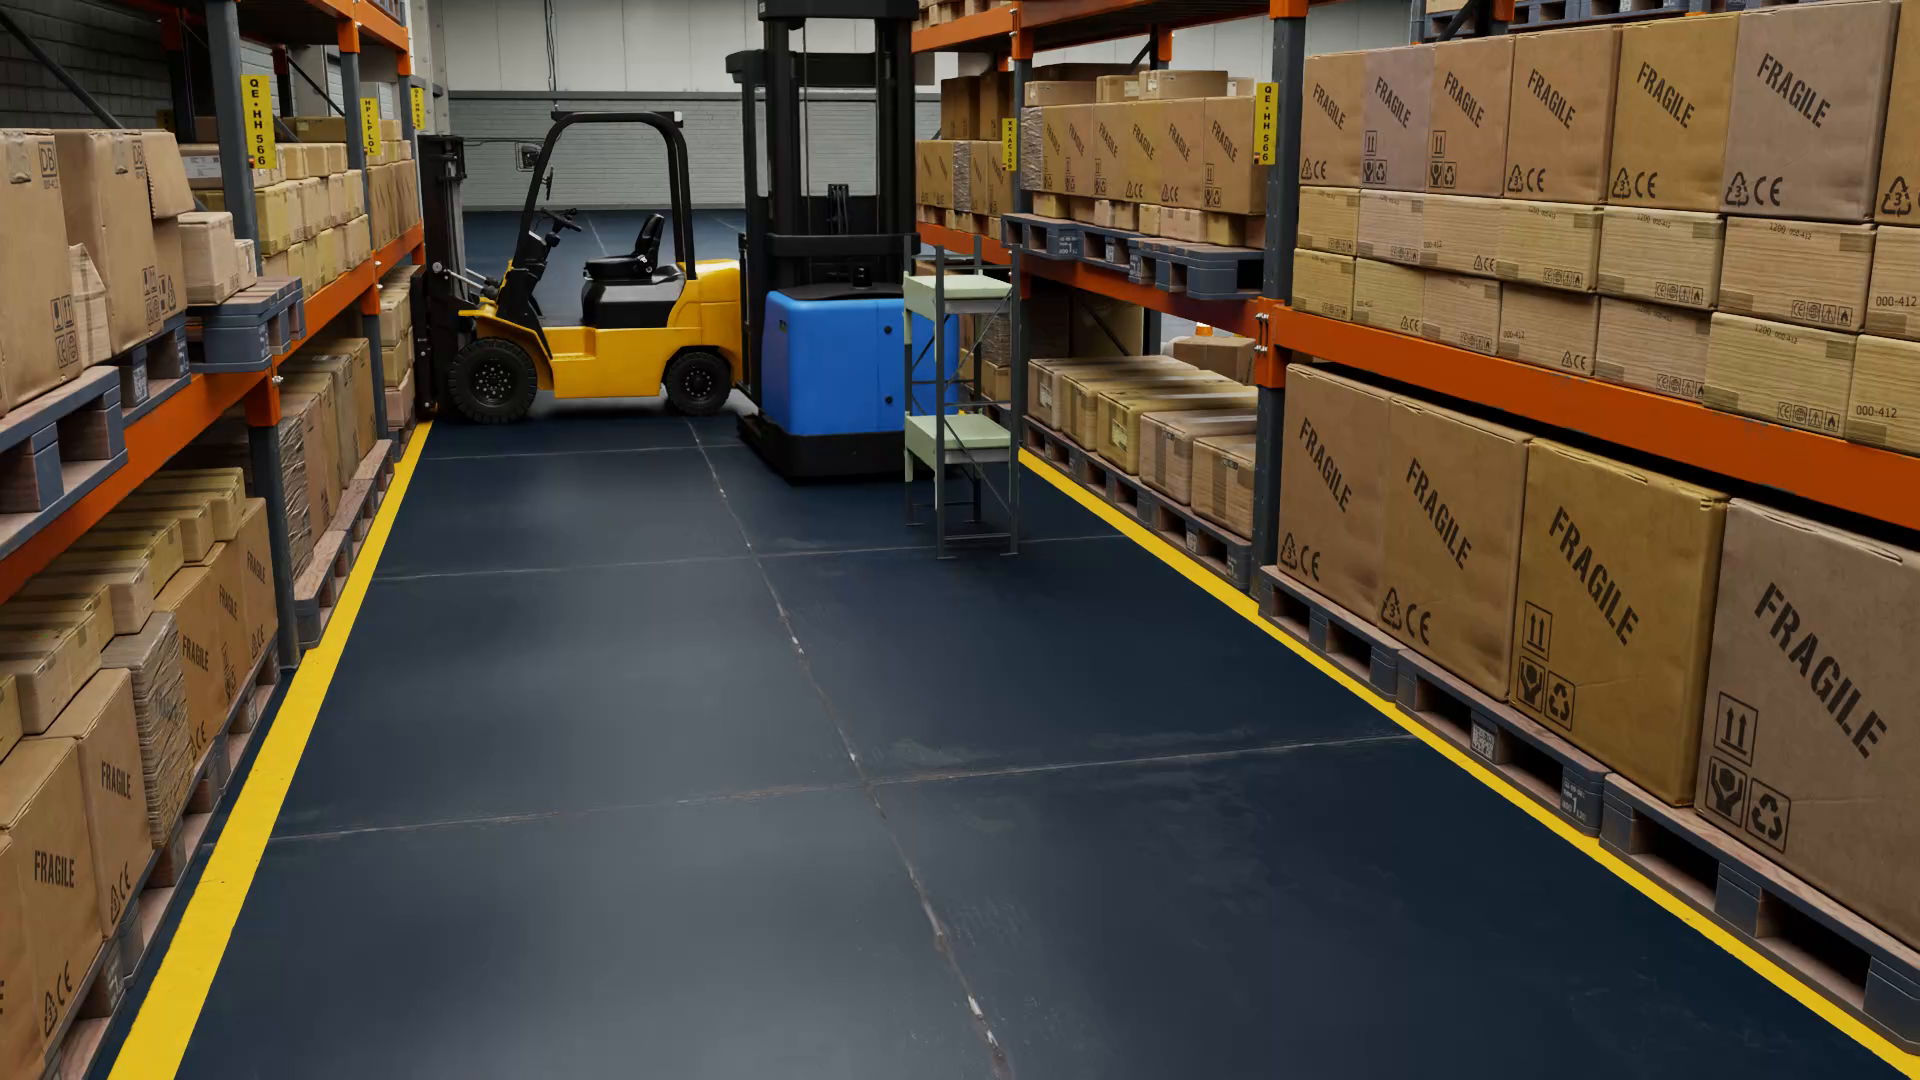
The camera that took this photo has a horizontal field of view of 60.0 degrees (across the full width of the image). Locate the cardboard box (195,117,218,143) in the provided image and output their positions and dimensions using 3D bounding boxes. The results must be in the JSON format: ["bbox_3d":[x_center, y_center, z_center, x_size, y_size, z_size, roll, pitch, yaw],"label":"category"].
[{"bbox_3d":[-4.348,-2.427,9.839,0.380,0.149,0.250,-3,14,-13],"label":"cardboard box"}]

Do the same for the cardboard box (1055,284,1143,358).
[{"bbox_3d":[0.969,-1.524,11.672,0.500,0.500,0.500,-3,14,-11],"label":"cardboard box"}]

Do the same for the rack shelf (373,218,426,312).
[{"bbox_3d":[-4.449,-1.974,11.704,1.077,0.370,4.000,-3,14,-13],"label":"rack shelf"}]

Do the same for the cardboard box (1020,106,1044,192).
[{"bbox_3d":[0.676,-2.413,10.261,0.500,0.500,0.500,-3,14,-12],"label":"cardboard box"}]

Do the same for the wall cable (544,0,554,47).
[{"bbox_3d":[-9.454,-14.259,43.730,3.097,2.526,0.112,-3,14,-13],"label":"wall cable"}]

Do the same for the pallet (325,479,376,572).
[{"bbox_3d":[-3.478,-0.058,8.220,1.003,0.211,1.213,-3,14,-13],"label":"pallet"}]

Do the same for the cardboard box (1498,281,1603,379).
[{"bbox_3d":[2.029,-0.665,5.145,0.500,0.250,0.500,-3,14,-13],"label":"cardboard box"}]

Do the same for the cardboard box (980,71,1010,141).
[{"bbox_3d":[0.551,-3.284,12.604,0.700,0.500,0.500,-3,14,-14],"label":"cardboard box"}]

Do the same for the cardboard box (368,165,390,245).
[{"bbox_3d":[-3.968,-2.147,10.685,0.500,0.500,0.500,-3,14,-12],"label":"cardboard box"}]

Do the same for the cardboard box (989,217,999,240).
[{"bbox_3d":[0.408,-2.132,11.364,0.380,0.149,0.250,-3,14,-12],"label":"cardboard box"}]

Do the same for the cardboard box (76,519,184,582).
[{"bbox_3d":[-2.546,0.043,4.945,0.380,0.149,0.250,-3,14,-12],"label":"cardboard box"}]

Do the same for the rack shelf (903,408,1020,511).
[{"bbox_3d":[-0.002,-0.413,8.333,0.431,0.370,0.720,-3,14,-13],"label":"rack shelf"}]

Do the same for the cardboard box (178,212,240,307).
[{"bbox_3d":[-2.477,-0.846,4.999,0.500,0.250,0.500,-4,14,-16],"label":"cardboard box"}]

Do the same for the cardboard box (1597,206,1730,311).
[{"bbox_3d":[2.132,-0.787,4.589,0.500,0.250,0.500,-3,14,-12],"label":"cardboard box"}]

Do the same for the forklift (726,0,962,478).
[{"bbox_3d":[-0.888,-2.094,10.822,1.130,2.935,3.031,-4,14,-16],"label":"forklift"}]

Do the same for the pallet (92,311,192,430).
[{"bbox_3d":[-2.578,-0.398,4.141,1.003,0.211,1.213,-3,14,-13],"label":"pallet"}]

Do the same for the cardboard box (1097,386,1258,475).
[{"bbox_3d":[1.308,-0.621,9.299,0.950,0.372,0.625,-3,14,-11],"label":"cardboard box"}]

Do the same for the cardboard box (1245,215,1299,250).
[{"bbox_3d":[1.479,-1.362,7.325,0.380,0.149,0.250,-3,14,-11],"label":"cardboard box"}]

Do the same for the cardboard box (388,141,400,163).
[{"bbox_3d":[-4.240,-2.790,11.949,0.380,0.149,0.250,-3,14,-13],"label":"cardboard box"}]

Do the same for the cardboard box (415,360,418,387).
[{"bbox_3d":[-4.141,-1.213,11.981,0.500,0.250,0.500,-3,14,-11],"label":"cardboard box"}]

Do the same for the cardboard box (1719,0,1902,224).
[{"bbox_3d":[2.246,-1.037,4.033,0.500,0.500,0.500,-3,14,-12],"label":"cardboard box"}]

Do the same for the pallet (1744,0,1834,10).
[{"bbox_3d":[5.896,-3.595,10.903,0.805,0.209,1.217,-4,14,-15],"label":"pallet"}]

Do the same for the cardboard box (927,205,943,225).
[{"bbox_3d":[-0.051,-2.609,13.314,0.380,0.149,0.250,-3,14,-12],"label":"cardboard box"}]

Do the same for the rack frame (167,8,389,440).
[{"bbox_3d":[-3.979,-1.862,9.730,1.000,3.000,0.127,-3,14,-13],"label":"rack frame"}]

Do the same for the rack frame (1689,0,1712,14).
[{"bbox_3d":[5.633,-2.439,12.091,1.000,3.000,0.127,-3,14,-13],"label":"rack frame"}]

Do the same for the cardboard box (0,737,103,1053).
[{"bbox_3d":[-2.130,0.747,3.432,0.500,0.500,0.500,-3,14,-14],"label":"cardboard box"}]

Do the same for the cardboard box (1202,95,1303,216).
[{"bbox_3d":[1.407,-1.704,7.358,0.500,0.500,0.500,-4,14,-15],"label":"cardboard box"}]

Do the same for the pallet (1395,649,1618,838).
[{"bbox_3d":[2.179,0.604,5.509,1.003,0.211,1.213,-3,14,-13],"label":"pallet"}]

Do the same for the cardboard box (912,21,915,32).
[{"bbox_3d":[-0.184,-4.248,13.702,0.380,0.149,0.250,-4,14,-15],"label":"cardboard box"}]

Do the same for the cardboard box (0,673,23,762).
[{"bbox_3d":[-2.215,0.400,3.485,0.380,0.149,0.250,-4,14,-14],"label":"cardboard box"}]

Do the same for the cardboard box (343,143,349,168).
[{"bbox_3d":[-3.798,-2.314,10.002,0.380,0.149,0.250,-4,14,-14],"label":"cardboard box"}]

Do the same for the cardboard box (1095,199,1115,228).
[{"bbox_3d":[0.947,-1.775,9.015,0.380,0.149,0.250,-3,14,-11],"label":"cardboard box"}]

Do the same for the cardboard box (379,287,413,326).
[{"bbox_3d":[-4.026,-1.578,11.369,0.500,0.250,0.500,-3,14,-11],"label":"cardboard box"}]

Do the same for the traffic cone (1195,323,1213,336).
[{"bbox_3d":[2.260,-1.943,15.407,0.336,0.463,0.334,-3,14,-13],"label":"traffic cone"}]

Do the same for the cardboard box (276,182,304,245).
[{"bbox_3d":[-3.023,-1.341,6.859,0.500,0.250,0.500,-3,14,-11],"label":"cardboard box"}]

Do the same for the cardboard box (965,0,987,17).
[{"bbox_3d":[0.247,-3.769,11.743,0.380,0.149,0.250,-3,14,-12],"label":"cardboard box"}]

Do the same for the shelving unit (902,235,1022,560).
[{"bbox_3d":[-0.002,-0.730,8.255,0.431,1.500,0.755,-3,14,-13],"label":"shelving unit"}]

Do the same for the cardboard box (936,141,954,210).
[{"bbox_3d":[0.120,-2.777,12.638,0.500,0.500,0.500,-4,14,-14],"label":"cardboard box"}]

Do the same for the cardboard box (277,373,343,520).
[{"bbox_3d":[-3.492,-0.440,8.028,0.875,0.625,0.625,-4,14,-16],"label":"cardboard box"}]

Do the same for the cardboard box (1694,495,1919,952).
[{"bbox_3d":[2.500,0.395,4.082,0.875,0.875,0.875,-3,14,-11],"label":"cardboard box"}]

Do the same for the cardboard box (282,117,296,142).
[{"bbox_3d":[-3.932,-2.515,10.197,0.380,0.149,0.250,-3,14,-12],"label":"cardboard box"}]

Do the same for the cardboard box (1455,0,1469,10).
[{"bbox_3d":[4.581,-4.736,14.606,0.380,0.149,0.250,-3,14,-13],"label":"cardboard box"}]

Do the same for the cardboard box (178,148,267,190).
[{"bbox_3d":[-2.828,-1.393,6.232,0.380,0.149,0.250,-3,14,-12],"label":"cardboard box"}]

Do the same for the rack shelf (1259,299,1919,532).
[{"bbox_3d":[2.254,-0.406,5.286,1.077,0.370,4.000,-3,14,-13],"label":"rack shelf"}]

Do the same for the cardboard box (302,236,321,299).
[{"bbox_3d":[-3.147,-1.218,7.407,0.500,0.250,0.500,-4,14,-15],"label":"cardboard box"}]

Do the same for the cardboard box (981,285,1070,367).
[{"bbox_3d":[0.445,-1.494,11.551,0.500,0.500,0.500,-3,14,-14],"label":"cardboard box"}]

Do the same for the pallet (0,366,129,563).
[{"bbox_3d":[-2.182,-0.114,2.978,1.003,0.211,1.213,-3,14,-13],"label":"pallet"}]

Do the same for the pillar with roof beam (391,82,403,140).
[{"bbox_3d":[-5.674,-9.881,29.911,9.100,9.000,0.400,-3,14,-13],"label":"pillar with roof beam"}]

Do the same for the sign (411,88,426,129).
[{"bbox_3d":[-4.388,-3.490,13.452,0.100,0.325,0.005,-3,14,-13],"label":"sign"}]
